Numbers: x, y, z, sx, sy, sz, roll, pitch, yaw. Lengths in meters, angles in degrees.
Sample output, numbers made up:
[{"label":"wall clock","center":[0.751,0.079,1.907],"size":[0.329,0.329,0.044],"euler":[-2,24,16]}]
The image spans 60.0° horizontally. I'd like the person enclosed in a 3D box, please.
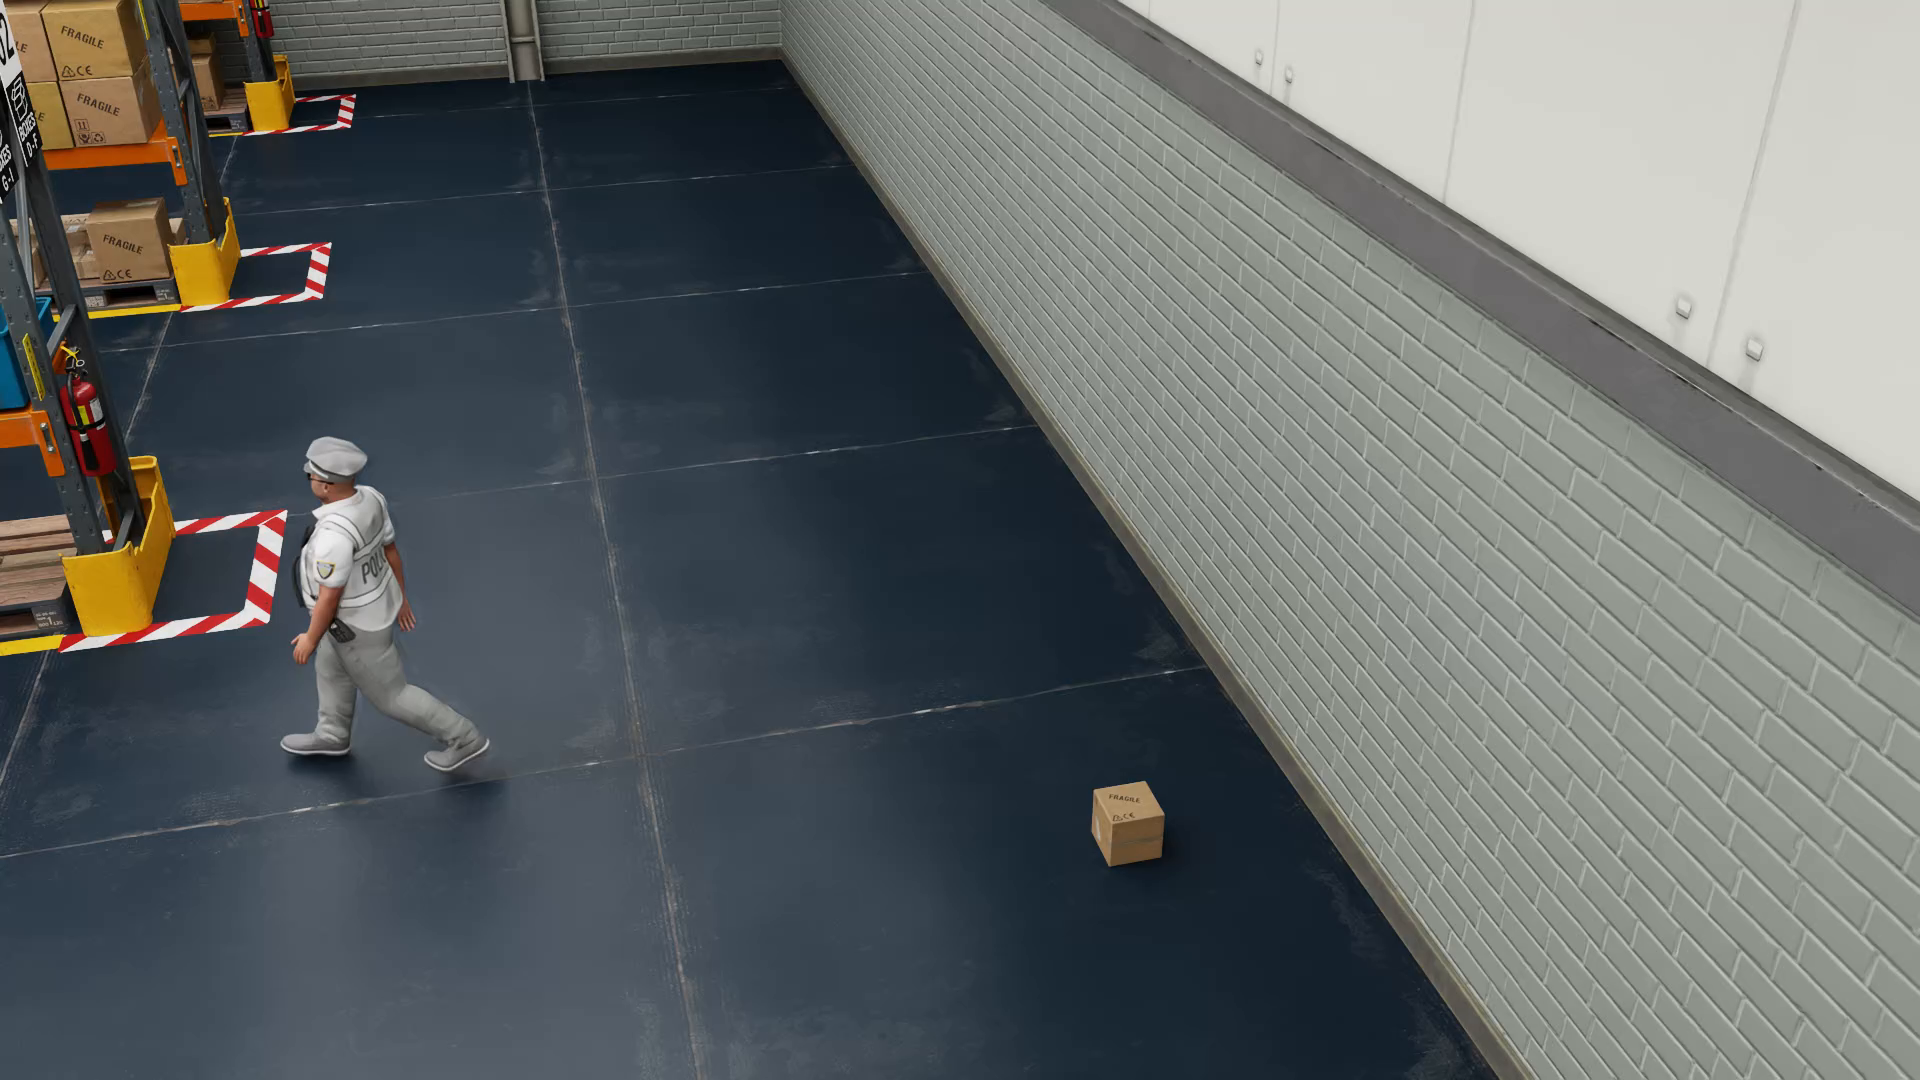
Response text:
[{"label":"person","center":[-2.775,0.330,7.634],"size":[1.056,1.726,0.533],"euler":[-2,30,-3]}]
